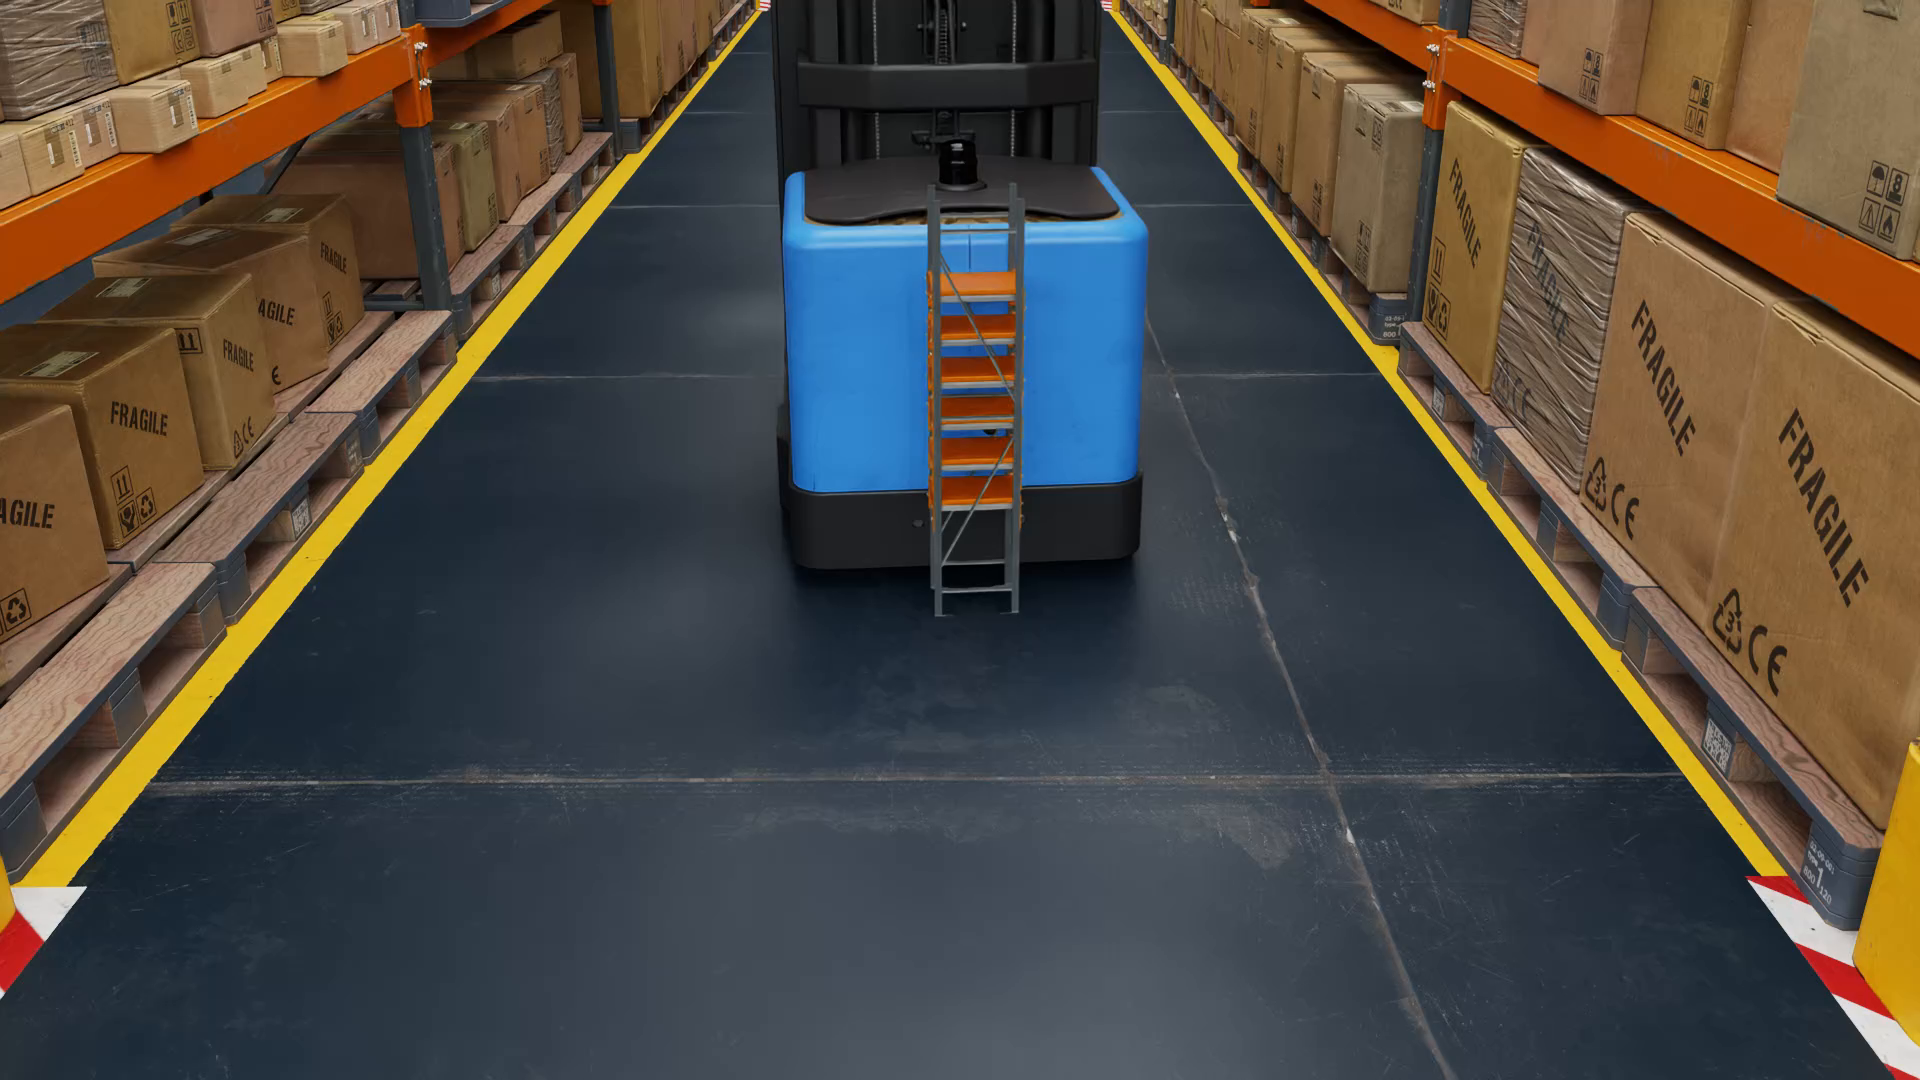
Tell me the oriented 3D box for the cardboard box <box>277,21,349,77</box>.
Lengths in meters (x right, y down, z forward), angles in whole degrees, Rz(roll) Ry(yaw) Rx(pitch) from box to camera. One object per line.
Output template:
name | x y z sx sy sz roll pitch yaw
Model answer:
cardboard box | -2.270 -1.632 5.524 0.380 0.149 0.250 0 24 -1

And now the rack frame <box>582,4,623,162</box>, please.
rack frame | -2.660 -3.791 9.992 1.000 3.000 0.127 0 24 -1

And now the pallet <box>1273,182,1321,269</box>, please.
pallet | 2.245 -1.674 8.696 1.003 0.211 1.213 0 24 -1

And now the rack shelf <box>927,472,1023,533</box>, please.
rack shelf | 0.040 -0.108 4.722 0.258 0.103 0.180 -2 24 -4

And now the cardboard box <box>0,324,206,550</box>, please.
cardboard box | -2.591 -0.309 4.816 0.500 0.500 0.500 2 24 4

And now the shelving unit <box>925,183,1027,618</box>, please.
shelving unit | 0.040 -0.367 4.605 0.258 1.200 0.189 -2 24 -4

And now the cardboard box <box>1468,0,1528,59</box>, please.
cardboard box | 2.361 -2.040 5.938 0.875 0.550 0.550 0 24 -1

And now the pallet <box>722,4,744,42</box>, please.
pallet | -2.650 -4.986 16.019 1.003 0.211 1.213 0 24 -1

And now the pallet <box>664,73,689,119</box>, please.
pallet | -2.603 -3.347 12.395 1.003 0.211 1.213 0 24 -1

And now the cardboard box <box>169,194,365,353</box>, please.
cardboard box | -2.652 -1.030 6.412 0.500 0.500 0.500 -1 24 -2

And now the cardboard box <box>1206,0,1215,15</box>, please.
cardboard box | 2.025 -3.864 11.767 0.500 0.250 0.500 0 24 1

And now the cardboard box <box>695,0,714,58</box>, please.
cardboard box | -2.676 -4.399 13.405 1.225 0.875 0.875 0 24 0

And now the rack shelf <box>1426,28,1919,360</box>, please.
rack shelf | 2.367 -0.972 4.631 1.077 0.370 4.000 0 24 -1

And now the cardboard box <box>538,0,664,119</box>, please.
cardboard box | -2.646 -3.299 10.972 1.225 0.875 0.875 -1 24 -3

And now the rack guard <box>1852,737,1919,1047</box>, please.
rack guard | 2.389 0.674 3.154 1.175 0.500 0.348 0 24 -1

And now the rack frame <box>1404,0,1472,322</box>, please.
rack frame | 2.345 -2.123 6.305 1.000 3.000 0.127 0 24 -1

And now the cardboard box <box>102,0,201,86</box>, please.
cardboard box | -2.632 -1.520 4.489 0.875 0.500 0.500 0 24 -1

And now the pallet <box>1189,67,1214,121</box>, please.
pallet | 2.284 -3.325 12.345 1.003 0.211 1.213 0 24 -1

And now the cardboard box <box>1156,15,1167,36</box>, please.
cardboard box | 1.912 -4.472 14.449 0.380 0.149 0.250 0 24 0

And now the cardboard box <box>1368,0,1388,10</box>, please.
cardboard box | 2.066 -2.591 7.217 0.500 0.500 0.500 -1 24 -1

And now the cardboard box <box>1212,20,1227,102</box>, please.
cardboard box | 2.031 -3.308 11.448 0.500 0.500 0.500 1 24 2

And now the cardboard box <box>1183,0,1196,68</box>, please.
cardboard box | 2.008 -3.949 12.864 0.500 0.500 0.500 1 24 2

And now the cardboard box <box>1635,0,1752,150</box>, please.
cardboard box | 2.383 -1.372 4.462 0.875 0.550 0.500 0 24 -1

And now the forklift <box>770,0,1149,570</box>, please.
forklift | -0.100 -1.818 5.714 1.130 2.935 3.031 -2 24 -4

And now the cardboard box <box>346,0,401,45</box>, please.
cardboard box | -2.320 -1.941 6.207 0.380 0.149 0.250 0 24 -1

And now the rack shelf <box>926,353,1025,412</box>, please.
rack shelf | 0.040 -0.436 4.574 0.258 0.103 0.180 -2 24 -4

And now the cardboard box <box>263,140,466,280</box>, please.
cardboard box | -2.601 -1.457 7.332 0.700 0.500 0.500 -2 24 -5

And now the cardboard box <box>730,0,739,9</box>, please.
cardboard box | -2.650 -5.672 16.221 0.875 0.875 0.875 0 24 -1

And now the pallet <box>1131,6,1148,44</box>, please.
pallet | 2.198 -4.930 15.894 1.003 0.211 1.213 0 24 -1

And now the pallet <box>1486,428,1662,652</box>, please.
pallet | 2.291 -0.035 5.072 1.003 0.211 1.213 0 24 -1

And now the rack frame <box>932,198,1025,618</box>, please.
rack frame | 0.048 -0.329 4.522 0.240 1.200 0.006 -2 24 -4

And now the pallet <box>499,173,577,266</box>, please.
pallet | -2.642 -1.697 8.746 1.003 0.211 1.213 0 24 -1

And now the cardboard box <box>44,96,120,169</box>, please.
cardboard box | -2.357 -1.014 4.156 0.380 0.149 0.250 0 24 -1

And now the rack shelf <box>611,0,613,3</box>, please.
rack shelf | -2.682 -4.287 11.963 1.077 0.370 4.000 0 24 -1

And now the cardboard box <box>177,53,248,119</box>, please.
cardboard box | -2.318 -1.323 4.840 0.380 0.149 0.250 0 24 -1

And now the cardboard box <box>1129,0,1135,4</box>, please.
cardboard box | 1.887 -5.428 16.561 0.380 0.149 0.250 0 24 0

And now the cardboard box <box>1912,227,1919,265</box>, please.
cardboard box | 2.339 -0.696 2.967 0.875 0.550 0.550 0 24 -1

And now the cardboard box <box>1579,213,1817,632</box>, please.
cardboard box | 2.303 -0.340 4.431 0.875 0.875 0.875 -1 24 -1

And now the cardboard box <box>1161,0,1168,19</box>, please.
cardboard box | 1.936 -4.576 14.317 0.380 0.149 0.250 0 24 0

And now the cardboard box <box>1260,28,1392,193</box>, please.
cardboard box | 2.231 -2.326 8.974 1.050 0.750 0.750 0 24 0

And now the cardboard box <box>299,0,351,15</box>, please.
cardboard box | -2.673 -2.138 5.855 0.875 0.500 0.500 0 24 -1

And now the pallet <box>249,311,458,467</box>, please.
pallet | -2.573 -0.596 6.311 1.003 0.211 1.213 0 24 -1

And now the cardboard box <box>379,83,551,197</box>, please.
cardboard box | -2.601 -2.114 8.785 0.700 0.500 0.500 2 24 4
